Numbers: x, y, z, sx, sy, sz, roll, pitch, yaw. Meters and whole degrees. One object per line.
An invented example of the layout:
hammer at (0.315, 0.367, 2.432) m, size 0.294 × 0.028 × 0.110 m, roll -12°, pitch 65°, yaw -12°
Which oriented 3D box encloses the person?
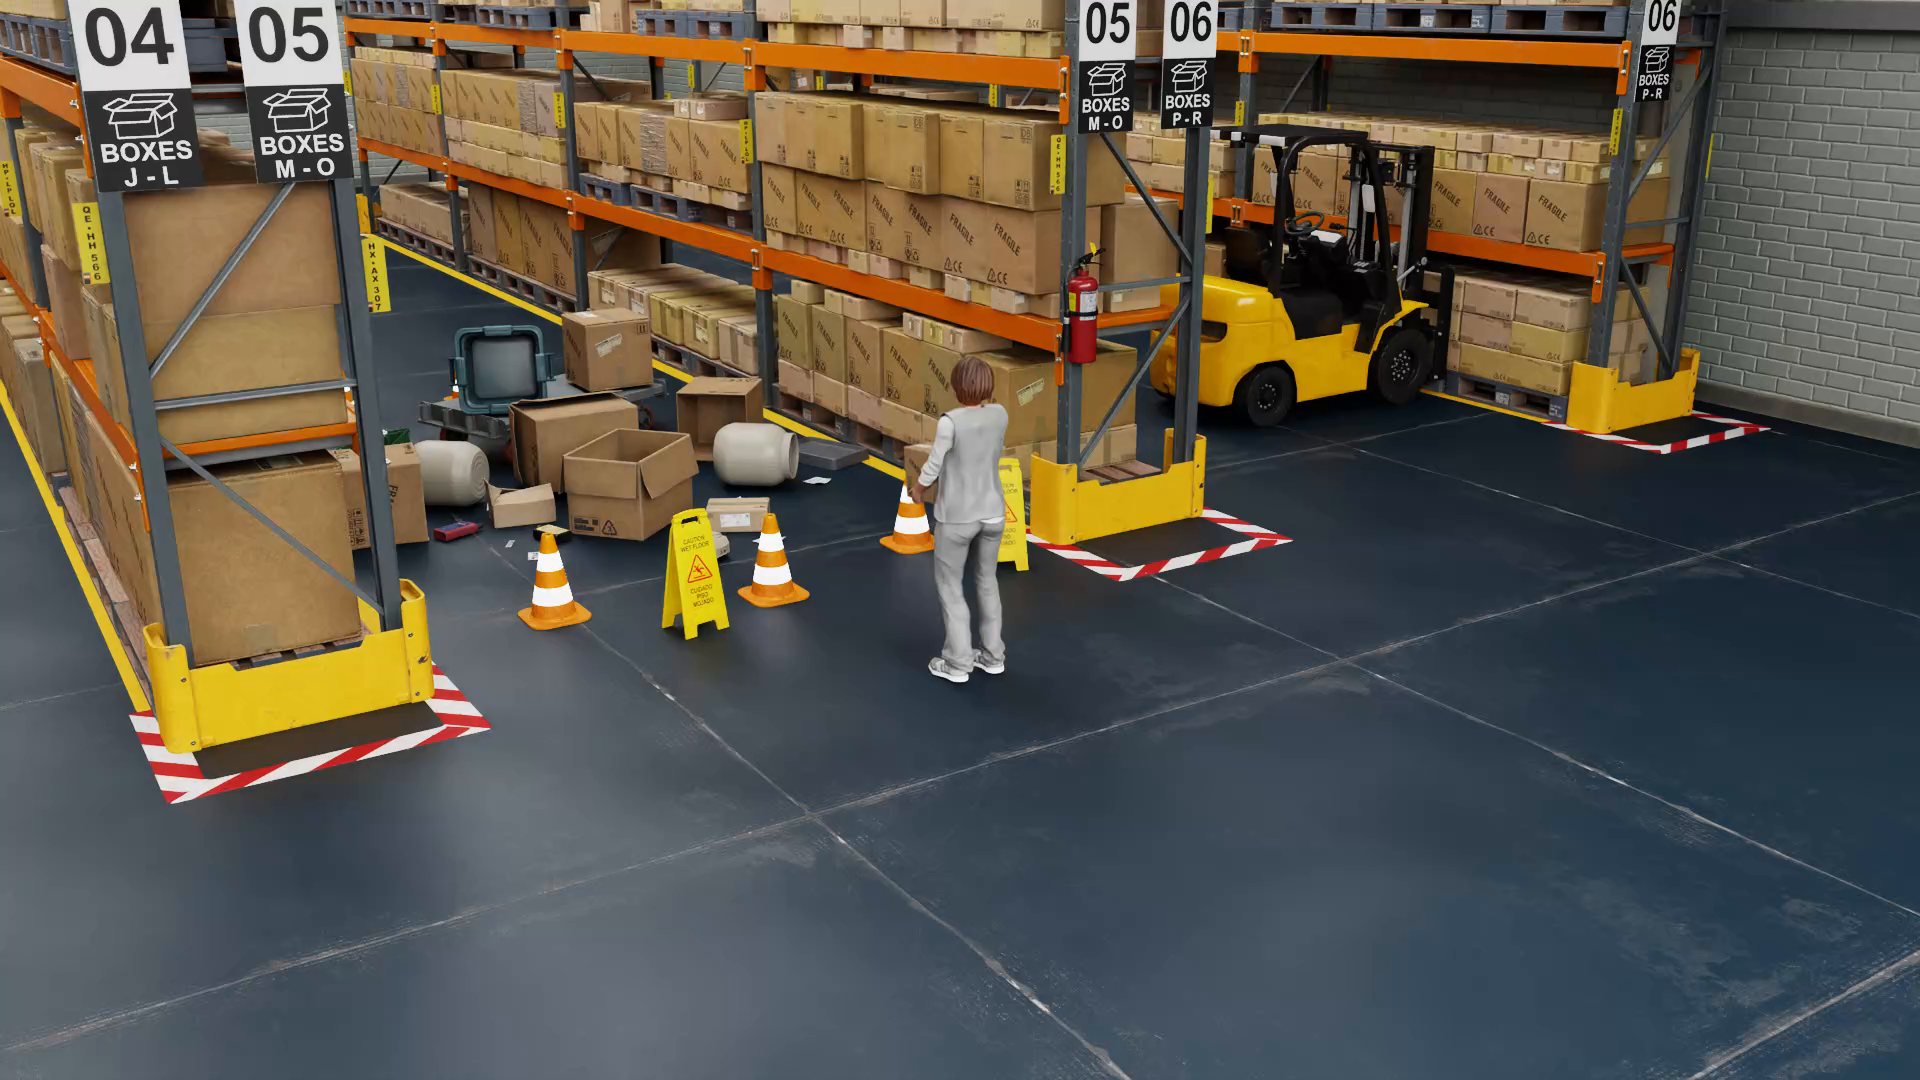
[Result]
person at (-0.002, -0.122, 7.951) m, size 0.404 × 1.593 × 0.494 m, roll -11°, pitch 21°, yaw -30°
